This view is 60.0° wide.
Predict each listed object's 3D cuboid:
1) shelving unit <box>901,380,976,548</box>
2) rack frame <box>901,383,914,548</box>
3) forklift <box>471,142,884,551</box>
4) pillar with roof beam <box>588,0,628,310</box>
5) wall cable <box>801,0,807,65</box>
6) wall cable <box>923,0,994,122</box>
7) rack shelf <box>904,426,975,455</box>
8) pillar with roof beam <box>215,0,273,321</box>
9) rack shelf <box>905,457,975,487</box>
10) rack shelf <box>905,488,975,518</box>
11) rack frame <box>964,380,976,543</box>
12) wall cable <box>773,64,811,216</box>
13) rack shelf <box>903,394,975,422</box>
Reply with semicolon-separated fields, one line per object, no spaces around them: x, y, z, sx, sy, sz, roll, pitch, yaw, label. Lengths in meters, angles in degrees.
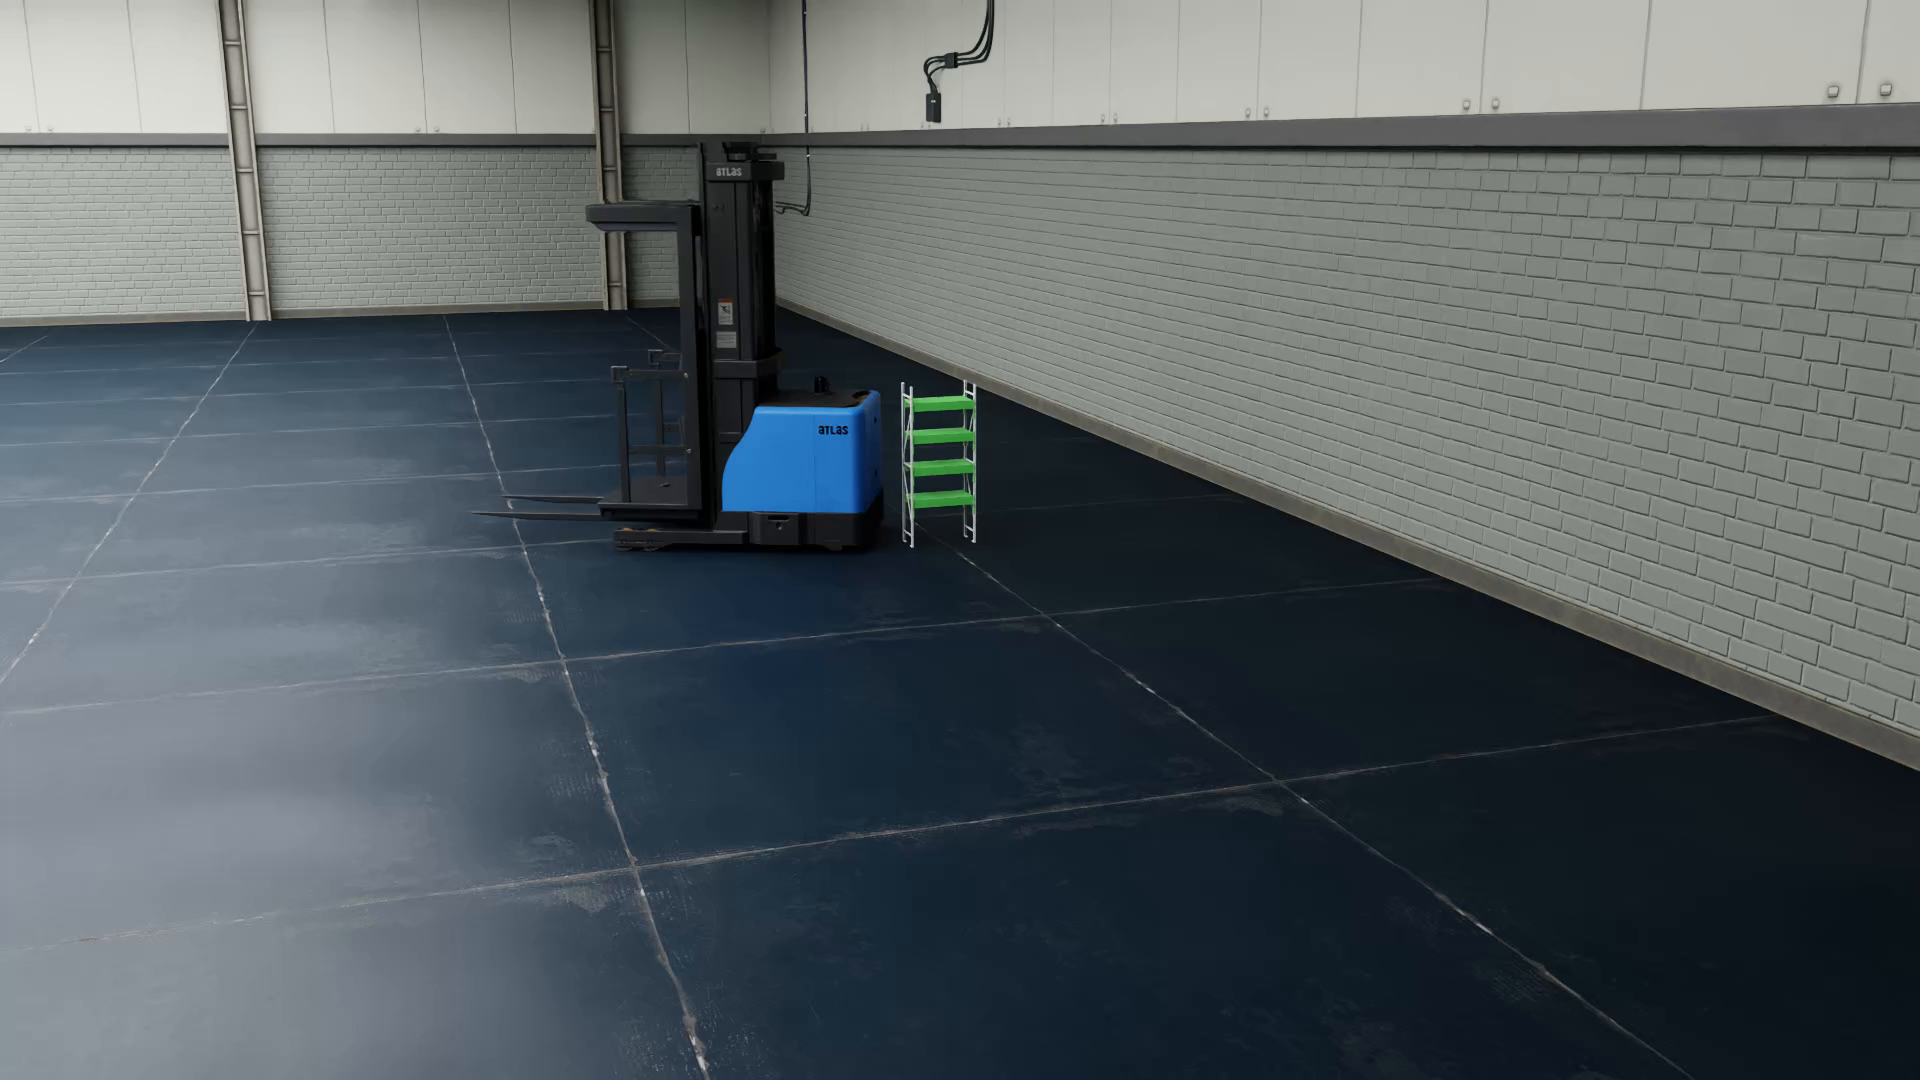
-0.157;-0.572;12.399;0.503;1.200;0.258;-4;14;-18;shelving unit
-0.388;-0.553;12.323;0.015;1.200;0.240;-4;14;-18;rack frame
-2.141;-1.463;12.406;3.031;2.935;1.130;1;13;5;forklift
-4.891;-7.632;25.227;0.400;9.000;9.100;-4;14;-18;pillar with roof beam
-2.187;-8.856;26.172;0.112;2.526;3.097;-4;14;-18;wall cable
-0.037;-8.074;19.740;0.169;6.003;2.305;-4;14;-18;wall cable
-0.157;-0.743;12.358;0.480;0.148;0.258;-4;14;-18;rack shelf
-10.578;-7.189;23.366;0.400;9.000;9.100;-4;14;-18;pillar with roof beam
-0.157;-0.509;12.414;0.480;0.148;0.258;-4;14;-18;rack shelf
-0.157;-0.276;12.470;0.480;0.148;0.258;-4;14;-18;rack shelf
0.074;-0.590;12.475;0.015;1.200;0.240;-4;14;-18;rack frame
-3.050;-6.993;29.251;0.112;2.526;3.097;-4;14;-18;wall cable
-0.157;-0.976;12.303;0.480;0.148;0.258;-4;14;-18;rack shelf
